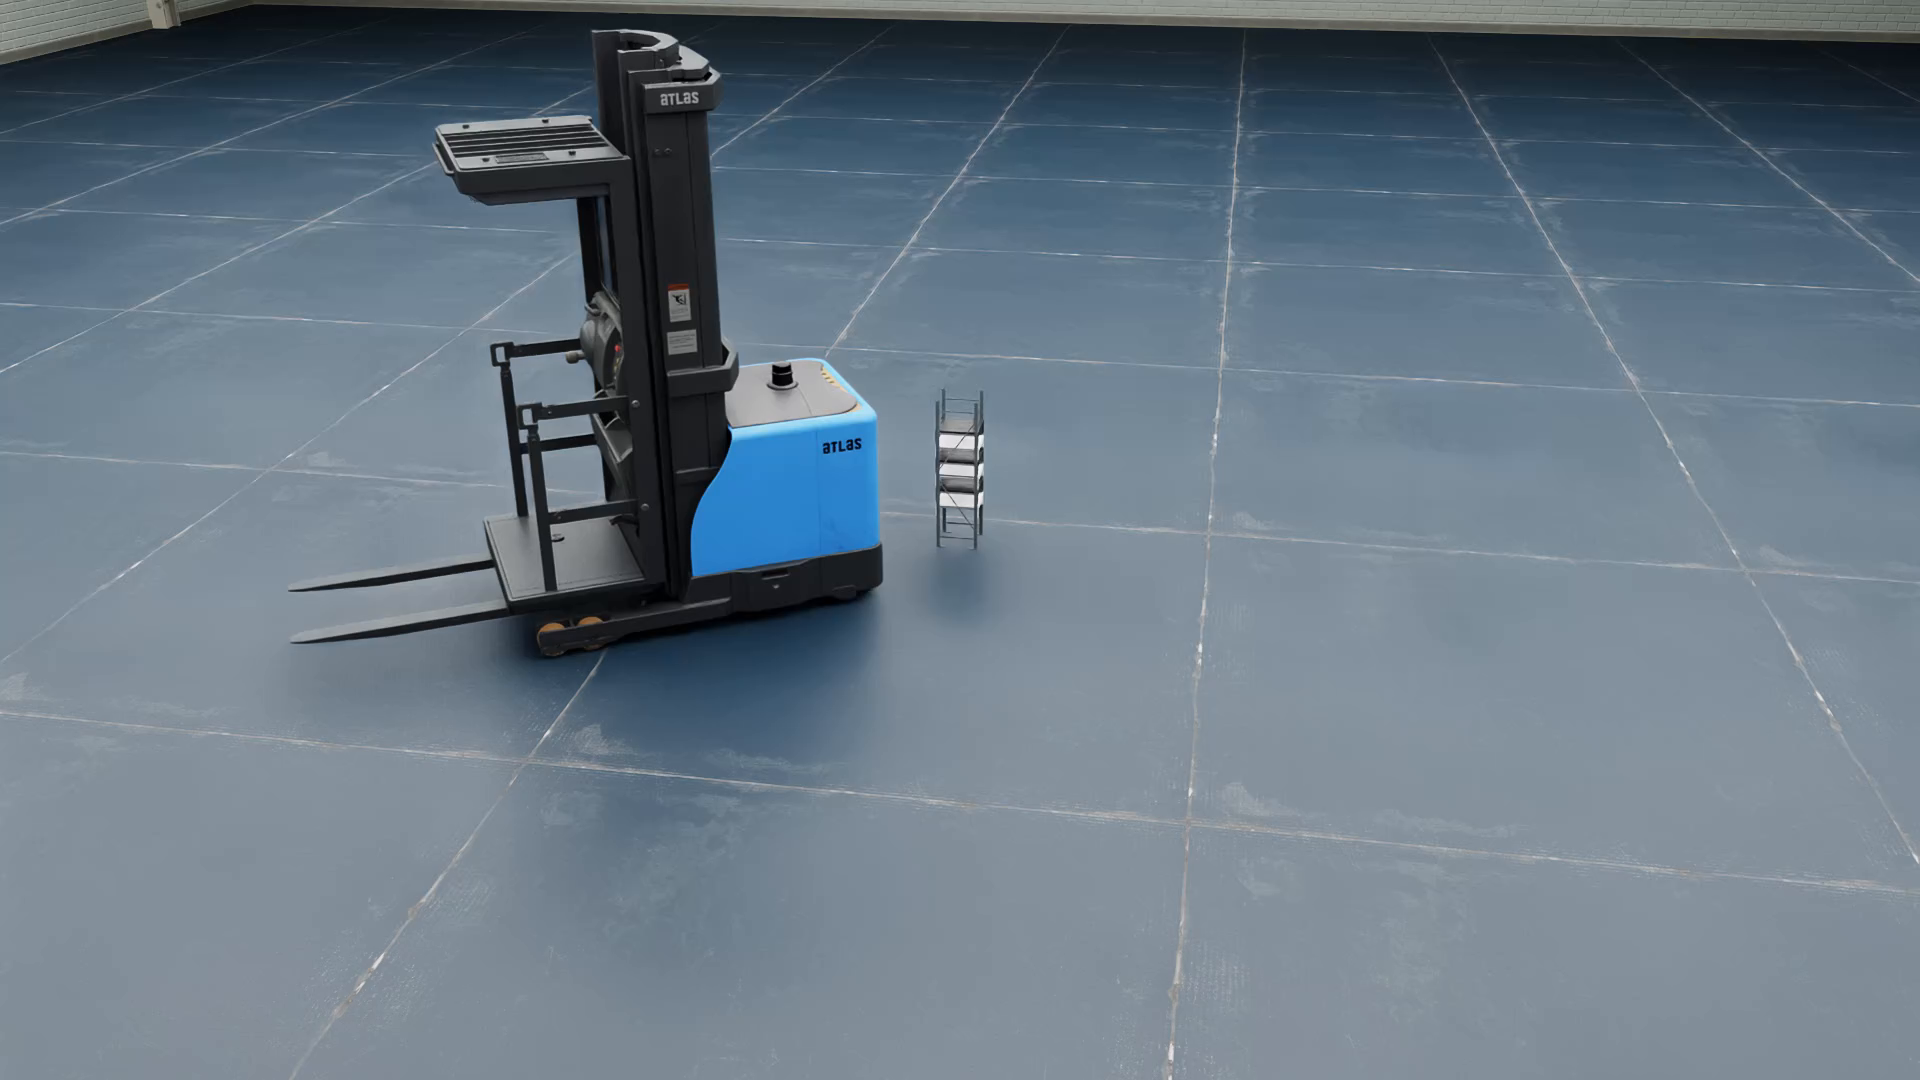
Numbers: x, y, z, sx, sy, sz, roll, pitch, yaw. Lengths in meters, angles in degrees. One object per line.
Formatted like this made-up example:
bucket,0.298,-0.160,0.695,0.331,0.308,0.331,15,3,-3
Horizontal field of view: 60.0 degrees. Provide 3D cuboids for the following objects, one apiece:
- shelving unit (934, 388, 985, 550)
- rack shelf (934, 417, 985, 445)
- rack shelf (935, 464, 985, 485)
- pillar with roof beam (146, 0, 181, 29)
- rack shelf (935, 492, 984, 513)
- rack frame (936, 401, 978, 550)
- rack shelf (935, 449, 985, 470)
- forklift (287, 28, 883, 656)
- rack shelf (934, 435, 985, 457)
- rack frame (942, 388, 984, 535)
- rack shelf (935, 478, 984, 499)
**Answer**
shelving unit,-0.001,-0.404,9.552,0.258,0.900,0.210,4,25,9
rack shelf,-0.001,-0.619,9.452,0.258,0.077,0.200,4,25,9
rack shelf,-0.001,-0.374,9.566,0.258,0.077,0.200,4,25,9
pillar with roof beam,-9.410,-12.608,26.071,9.100,9.000,0.400,4,25,9
rack shelf,-0.001,-0.211,9.642,0.258,0.077,0.200,4,25,9
rack frame,-0.018,-0.362,9.461,0.240,0.900,0.006,4,25,9
rack shelf,-0.001,-0.455,9.528,0.258,0.077,0.200,4,25,9
forklift,-1.992,-0.987,8.402,3.031,2.935,1.130,-9,27,-19
rack shelf,-0.001,-0.537,9.490,0.258,0.077,0.200,4,25,9
rack frame,0.015,-0.447,9.643,0.240,0.900,0.006,4,25,9
rack shelf,-0.001,-0.292,9.604,0.258,0.077,0.200,4,25,9
